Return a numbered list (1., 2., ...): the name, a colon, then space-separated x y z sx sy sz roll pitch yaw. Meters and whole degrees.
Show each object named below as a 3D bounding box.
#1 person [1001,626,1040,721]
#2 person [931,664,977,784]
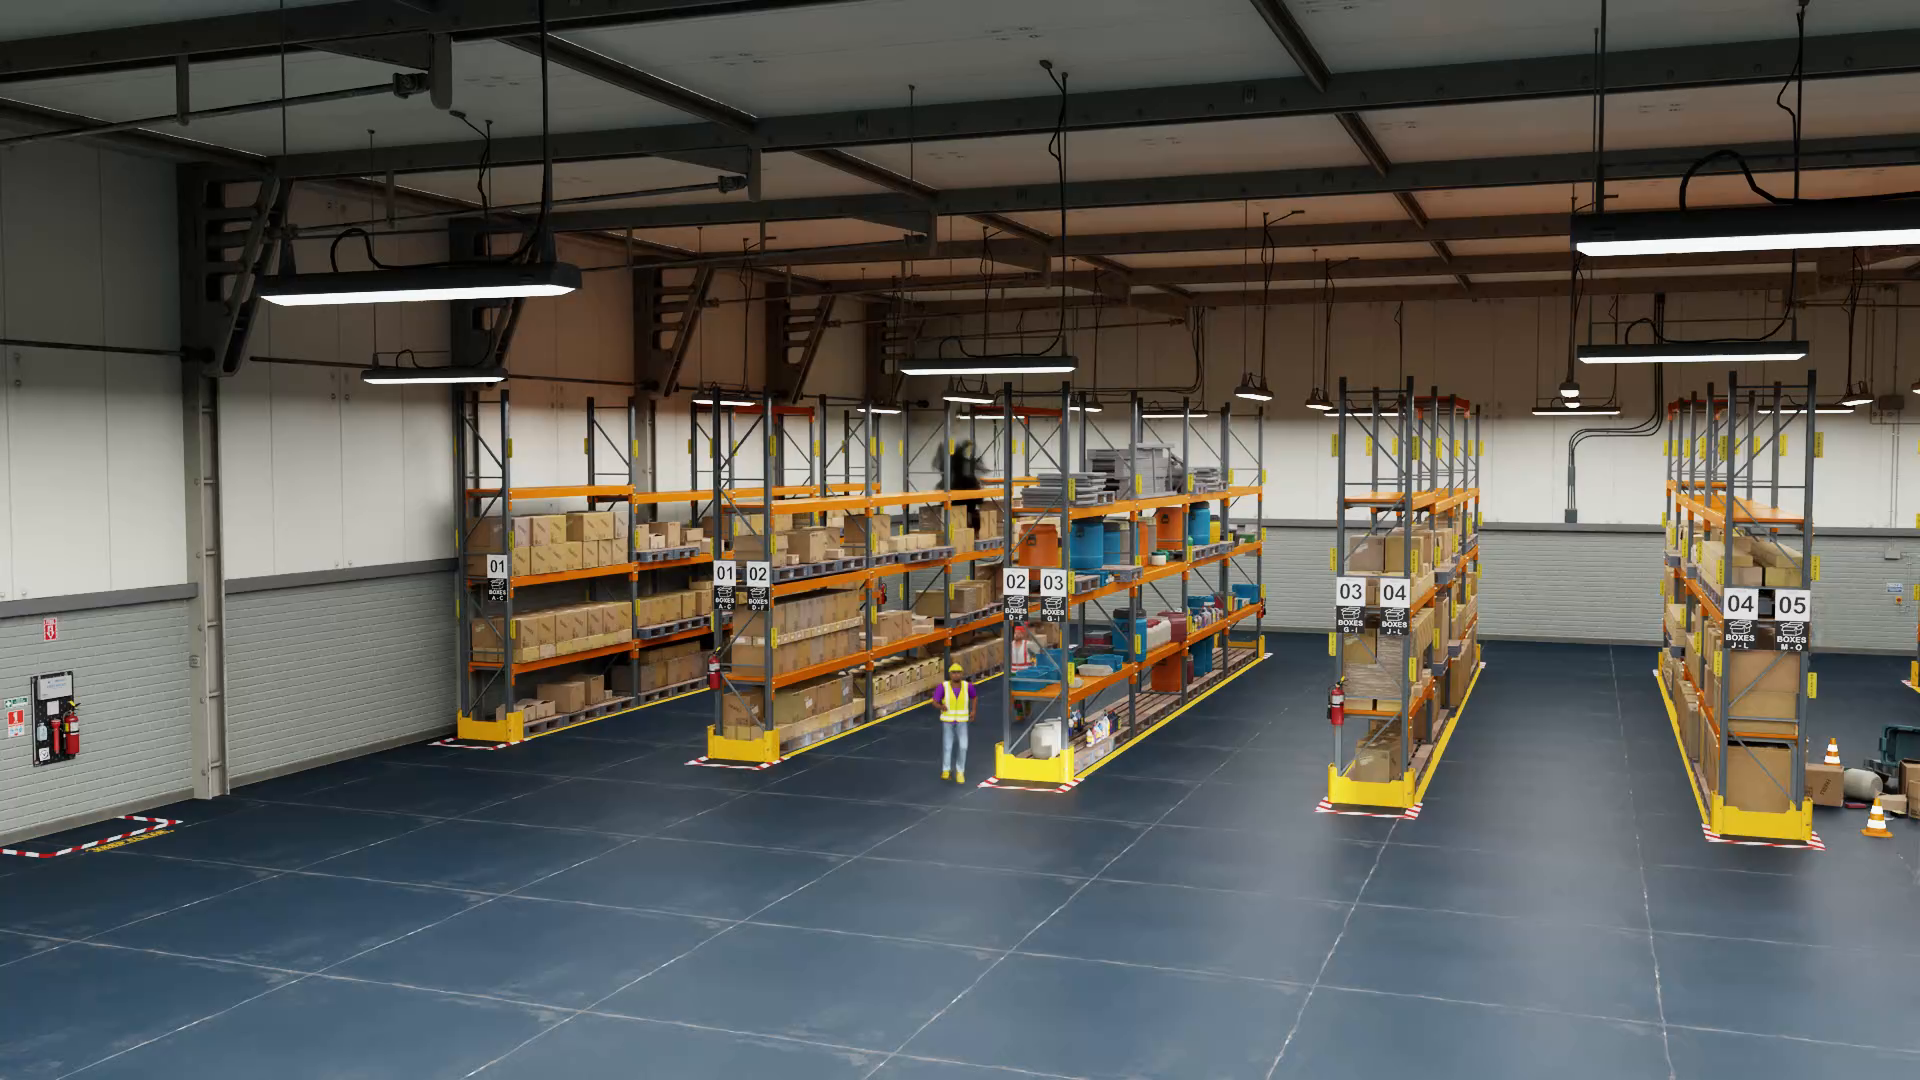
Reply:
1. person: 1.074 2.446 30.424 0.713 1.749 0.572 1 3 17
2. person: -0.066 2.758 24.948 0.716 1.817 0.644 0 3 -6
